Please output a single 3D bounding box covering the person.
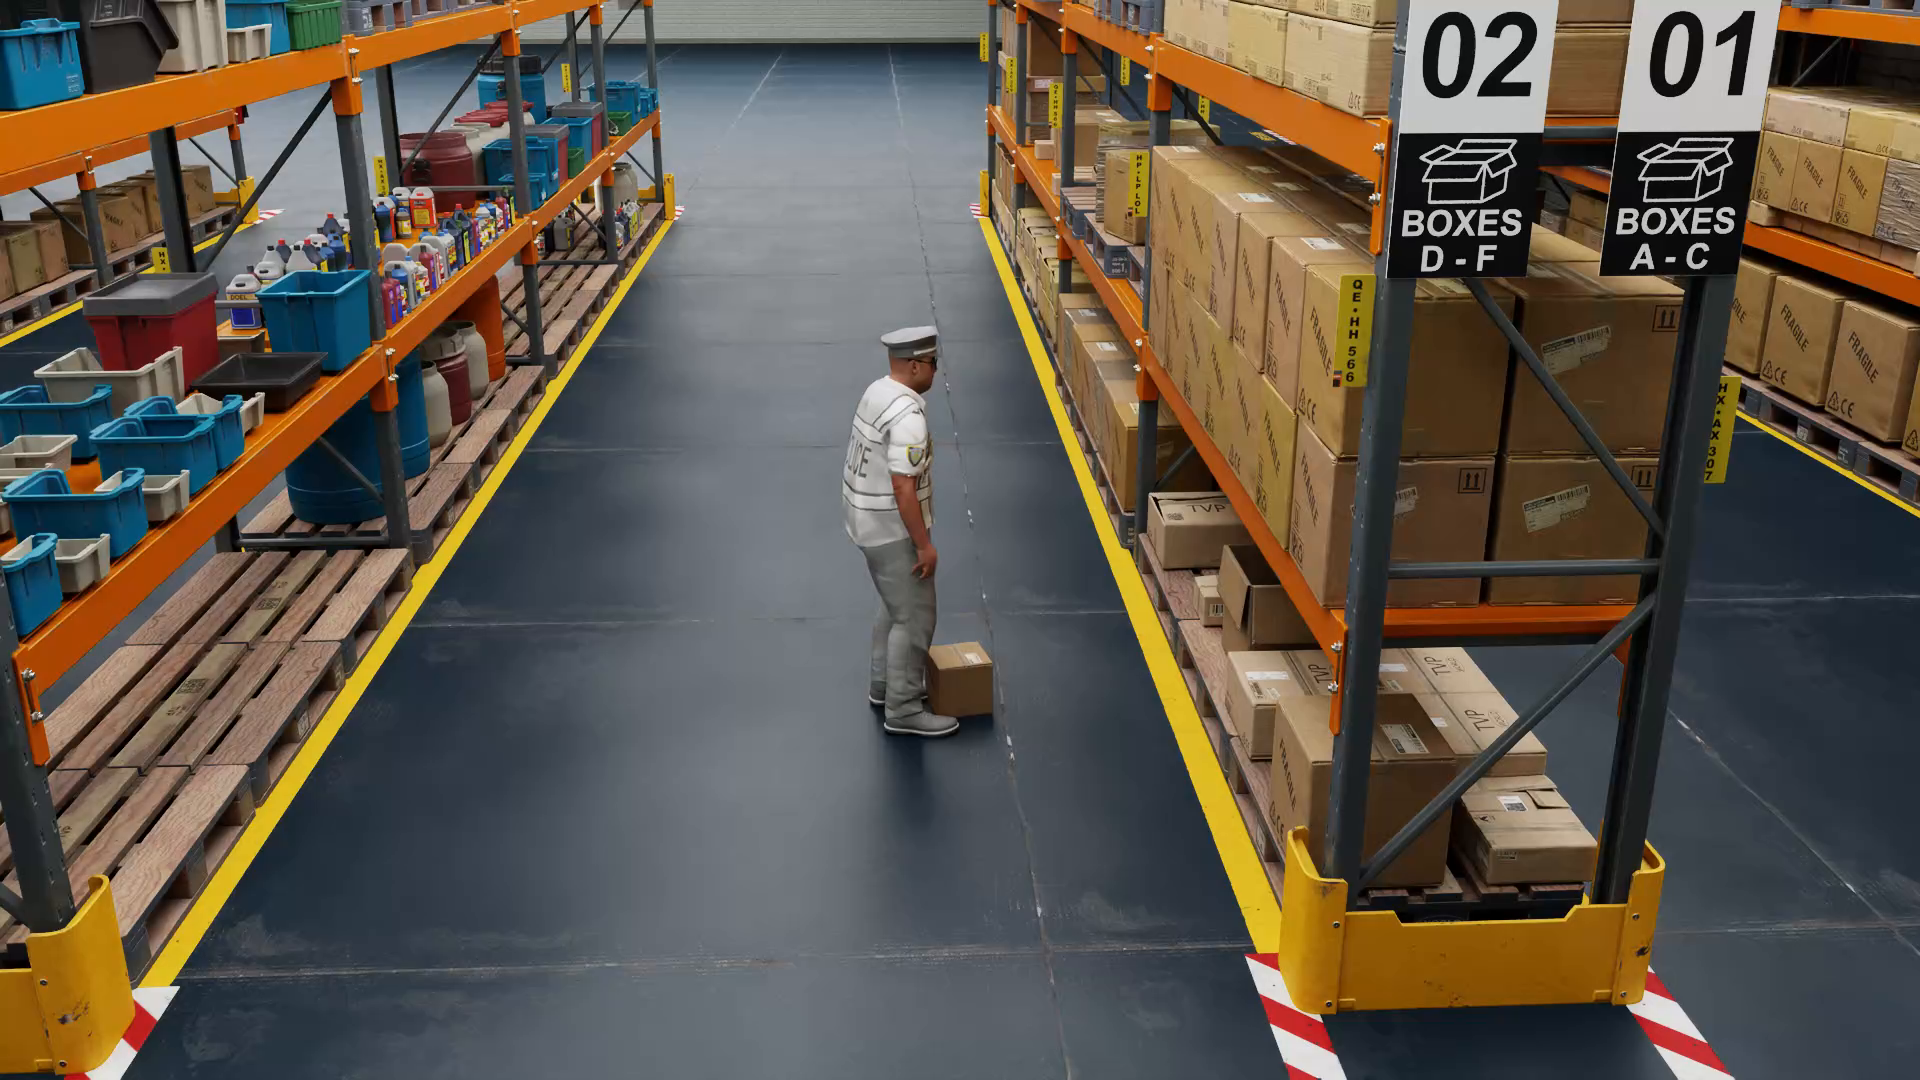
[{"bbox_3d":[-0.273,-0.048,7.192,0.431,1.750,0.606,-6,21,-15],"label":"person"}]
